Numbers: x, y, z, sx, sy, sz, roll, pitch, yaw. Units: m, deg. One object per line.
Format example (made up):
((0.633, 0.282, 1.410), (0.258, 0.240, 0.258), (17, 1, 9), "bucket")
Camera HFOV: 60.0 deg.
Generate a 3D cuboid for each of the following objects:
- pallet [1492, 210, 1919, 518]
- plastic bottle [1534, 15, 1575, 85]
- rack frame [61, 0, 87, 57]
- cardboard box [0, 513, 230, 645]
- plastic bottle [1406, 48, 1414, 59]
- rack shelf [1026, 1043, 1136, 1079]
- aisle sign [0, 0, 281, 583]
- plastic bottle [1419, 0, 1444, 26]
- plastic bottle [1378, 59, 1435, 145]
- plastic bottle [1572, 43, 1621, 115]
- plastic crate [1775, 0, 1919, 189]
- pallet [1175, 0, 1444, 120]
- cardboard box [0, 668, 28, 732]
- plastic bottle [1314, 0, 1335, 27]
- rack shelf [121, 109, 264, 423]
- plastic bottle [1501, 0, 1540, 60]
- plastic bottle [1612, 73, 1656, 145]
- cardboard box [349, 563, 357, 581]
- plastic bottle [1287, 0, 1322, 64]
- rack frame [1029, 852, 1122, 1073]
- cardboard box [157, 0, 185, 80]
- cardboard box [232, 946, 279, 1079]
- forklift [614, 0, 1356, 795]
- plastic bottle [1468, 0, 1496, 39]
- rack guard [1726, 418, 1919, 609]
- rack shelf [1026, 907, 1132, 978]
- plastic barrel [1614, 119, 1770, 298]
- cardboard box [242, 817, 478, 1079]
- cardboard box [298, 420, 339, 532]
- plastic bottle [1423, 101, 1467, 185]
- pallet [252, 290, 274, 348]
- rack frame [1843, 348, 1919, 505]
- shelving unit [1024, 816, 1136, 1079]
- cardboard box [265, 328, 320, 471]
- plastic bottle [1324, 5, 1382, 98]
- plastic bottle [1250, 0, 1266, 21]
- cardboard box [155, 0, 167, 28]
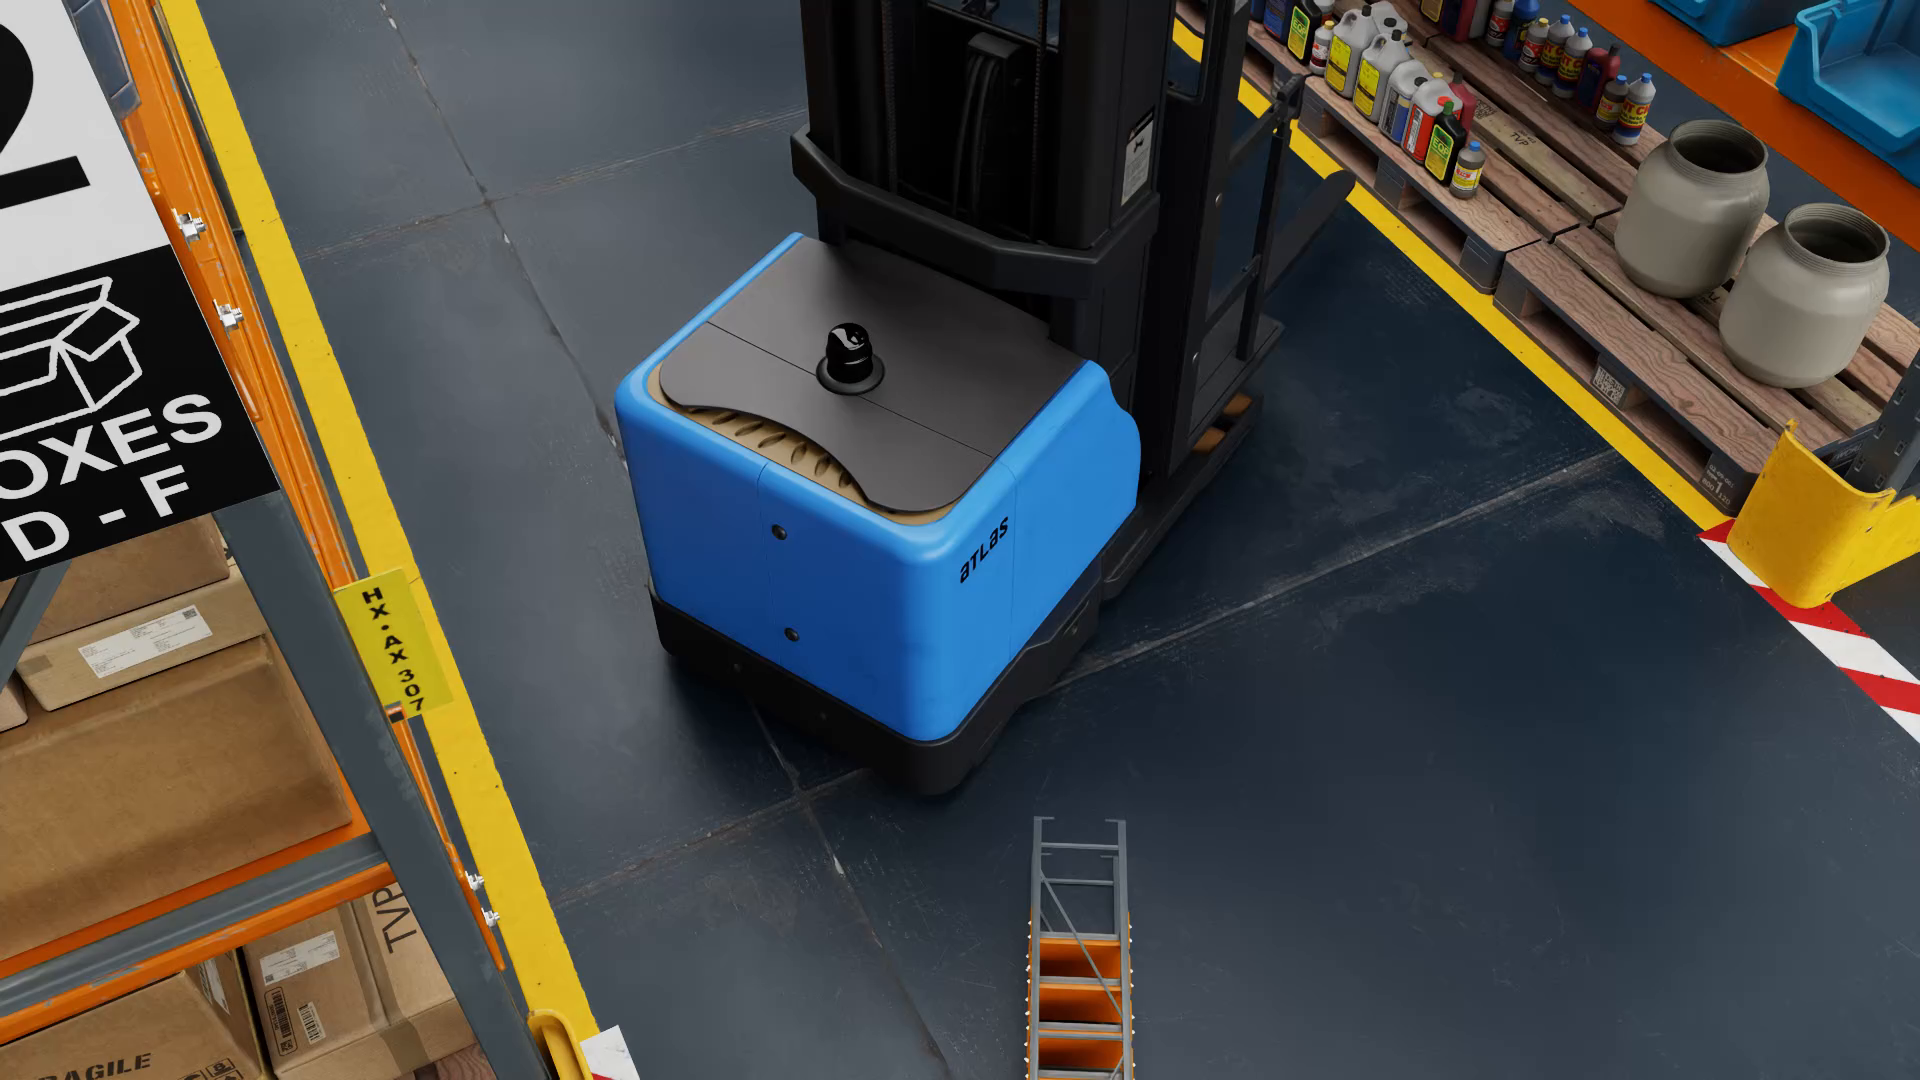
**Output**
((2.623, -0.705, 5.727), (1.003, 0.211, 1.213), (-21, 52, -18), "pallet")
((2.312, -1.907, 6.445), (0.097, 0.271, 0.097), (0, 49, 0), "plastic bottle")
((-1.339, -1.314, 0.421), (1.000, 3.000, 0.127), (-21, 52, -18), "rack frame")
((-1.566, -0.152, 2.462), (0.700, 0.500, 0.500), (-21, 52, -17), "cardboard box")
((1.690, -1.796, 6.395), (0.097, 0.201, 0.097), (0, 49, 0), "plastic bottle")
((0.284, 1.299, 3.985), (0.258, 0.180, 0.103), (2, 49, 2), "rack shelf")
((-1.037, -0.257, 1.755), (0.394, 0.787, 0.004), (-21, 52, -18), "aisle sign")
((1.944, -2.242, 6.730), (0.061, 0.283, 0.133), (-21, 52, -18), "plastic bottle")
((1.682, -1.640, 6.209), (0.152, 0.276, 0.135), (-23, 53, -19), "plastic bottle")
((2.427, -1.772, 6.320), (0.061, 0.283, 0.133), (-20, 52, -17), "plastic bottle")
((2.572, -1.226, 4.428), (0.499, 0.251, 0.616), (-21, 52, -18), "plastic crate")
((1.507, -2.338, 7.155), (1.003, 0.211, 1.213), (-21, 52, -18), "pallet")
((-1.684, 0.224, 2.564), (0.380, 0.149, 0.250), (-22, 52, -18), "cardboard box")
((1.424, -2.072, 6.589), (0.097, 0.271, 0.097), (0, 49, 0), "plastic bottle")
((-2.255, -1.429, 2.992), (1.077, 0.370, 4.000), (-21, 52, -18), "rack shelf")
((2.219, -2.042, 6.564), (0.097, 0.271, 0.097), (0, 49, 0), "plastic bottle")
((2.514, -1.610, 6.186), (0.097, 0.271, 0.097), (0, 49, 0), "plastic bottle")
((-1.847, 0.324, 4.522), (0.500, 0.250, 0.500), (-21, 52, -18), "cardboard box")
((1.362, -2.036, 6.551), (0.061, 0.283, 0.133), (-19, 52, -16), "plastic bottle")
((0.288, 1.302, 4.104), (0.240, 0.006, 1.200), (2, 49, 2), "rack frame")
((-3.367, -1.947, 6.508), (0.500, 0.250, 0.500), (-20, 52, -17), "cardboard box")
((-1.847, 1.170, 3.781), (0.500, 0.250, 0.500), (-21, 52, -18), "cardboard box")
((0.345, -1.355, 4.488), (1.130, 2.935, 3.031), (27, 54, 21), "forklift")
((2.094, -2.182, 6.683), (0.152, 0.276, 0.135), (-20, 52, -17), "plastic bottle")
((2.990, -0.255, 5.141), (1.175, 0.500, 0.348), (-21, 52, -18), "rack guard")
((0.300, 1.028, 4.222), (0.258, 0.180, 0.103), (2, 49, 2), "rack shelf")
((2.468, -1.112, 5.603), (0.421, 0.512, 0.421), (0, 49, 0), "plastic barrel")
((-1.387, 0.992, 3.937), (0.500, 0.250, 0.500), (-21, 52, -18), "cardboard box")
((-2.071, -0.260, 4.534), (0.500, 0.500, 0.500), (-21, 52, -18), "cardboard box")
((1.767, -1.444, 6.032), (0.061, 0.283, 0.133), (-20, 52, -17), "plastic bottle")
((-2.843, -0.552, 5.592), (1.003, 0.211, 1.213), (-21, 52, -18), "pallet")
((3.067, -1.043, 4.169), (1.000, 3.000, 0.127), (-21, 52, -18), "rack frame")
((0.288, 1.242, 4.035), (0.258, 0.189, 1.200), (2, 49, 2), "shelving unit")
((-2.301, -0.347, 5.108), (0.500, 0.250, 0.500), (-21, 52, -18), "cardboard box")
((1.518, -1.899, 6.386), (0.144, 0.351, 0.185), (-22, 52, -18), "plastic bottle")
((1.237, -2.310, 6.745), (0.144, 0.351, 0.185), (-20, 52, -17), "plastic bottle")
((-3.362, -2.133, 6.298), (0.500, 0.311, 0.500), (-22, 52, -18), "cardboard box")
